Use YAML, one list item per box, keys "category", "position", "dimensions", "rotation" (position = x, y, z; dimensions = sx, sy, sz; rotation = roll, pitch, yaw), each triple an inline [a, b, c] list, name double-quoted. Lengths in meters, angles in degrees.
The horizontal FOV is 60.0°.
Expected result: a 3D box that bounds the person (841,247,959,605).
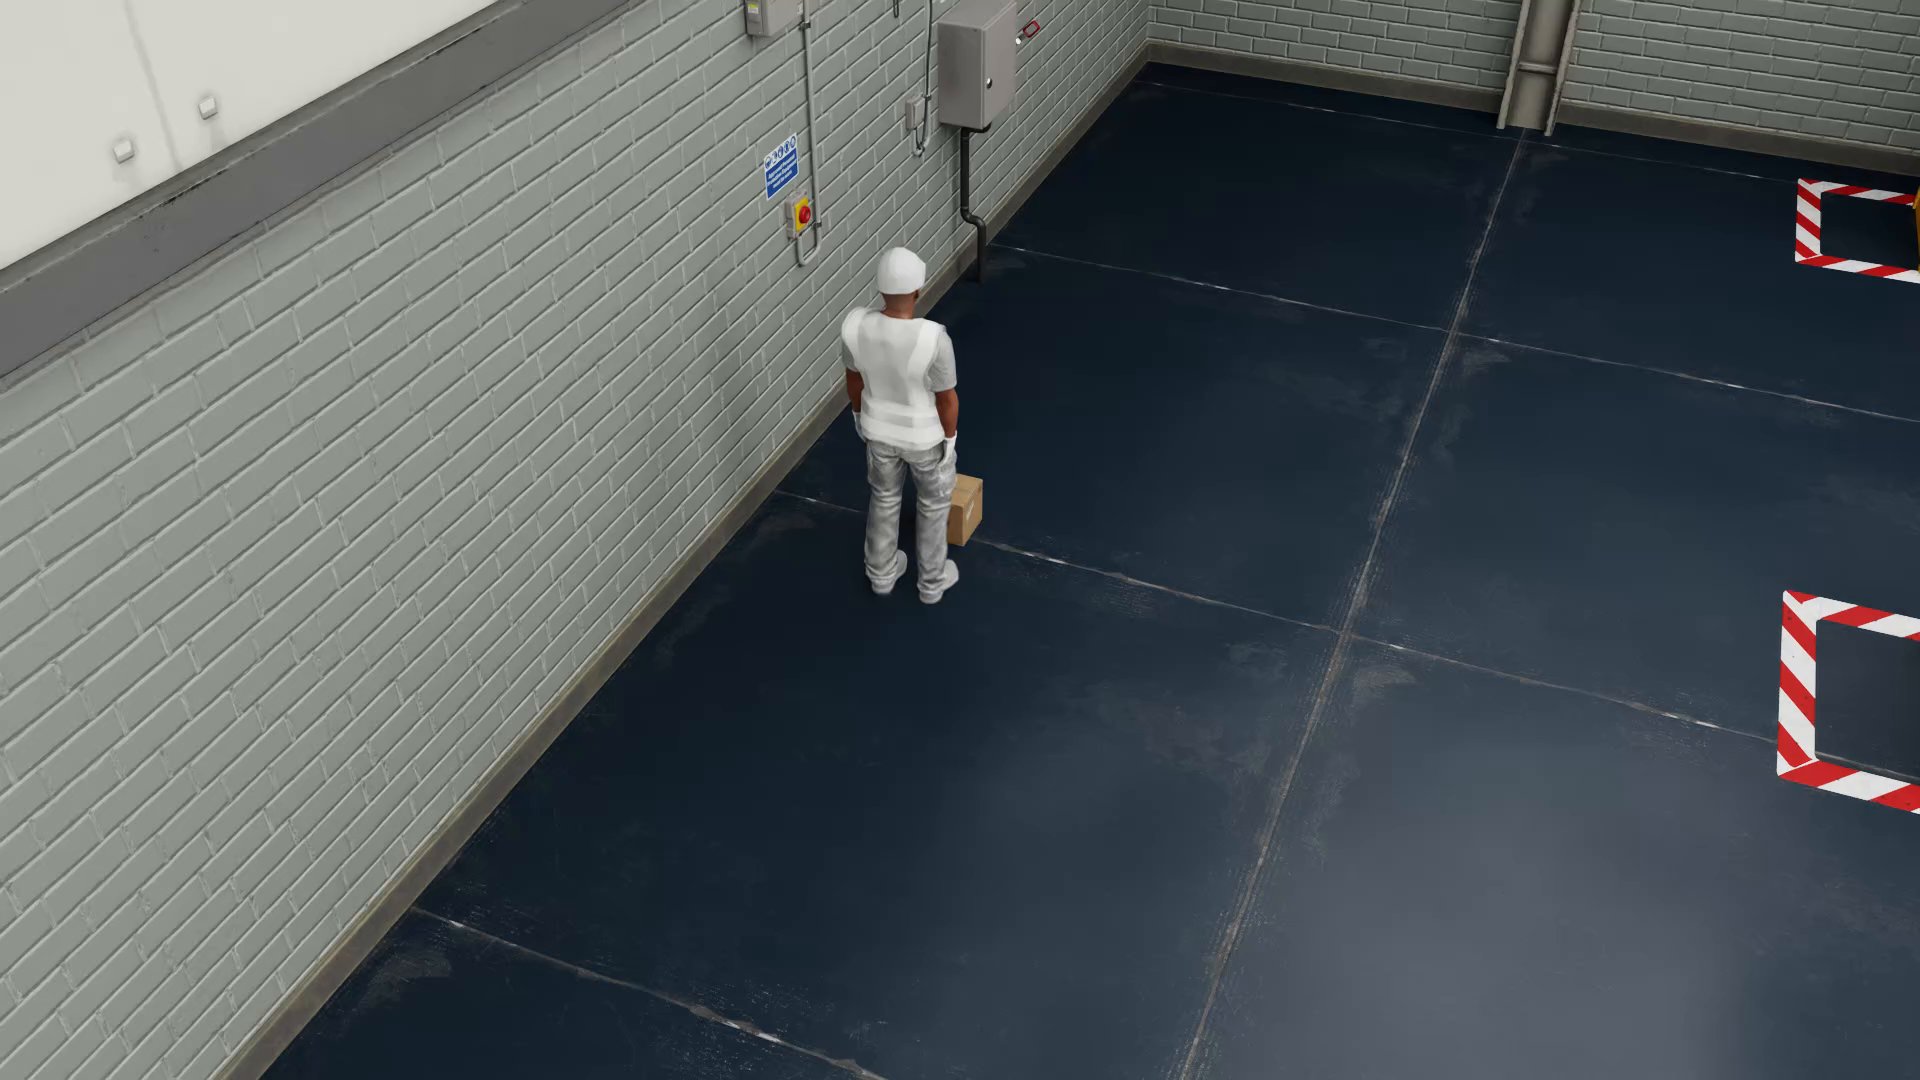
- category: "person"
  position: [-0.248, -0.505, 7.472]
  dimensions: [0.545, 1.781, 0.366]
  rotation: [15, 40, 19]
